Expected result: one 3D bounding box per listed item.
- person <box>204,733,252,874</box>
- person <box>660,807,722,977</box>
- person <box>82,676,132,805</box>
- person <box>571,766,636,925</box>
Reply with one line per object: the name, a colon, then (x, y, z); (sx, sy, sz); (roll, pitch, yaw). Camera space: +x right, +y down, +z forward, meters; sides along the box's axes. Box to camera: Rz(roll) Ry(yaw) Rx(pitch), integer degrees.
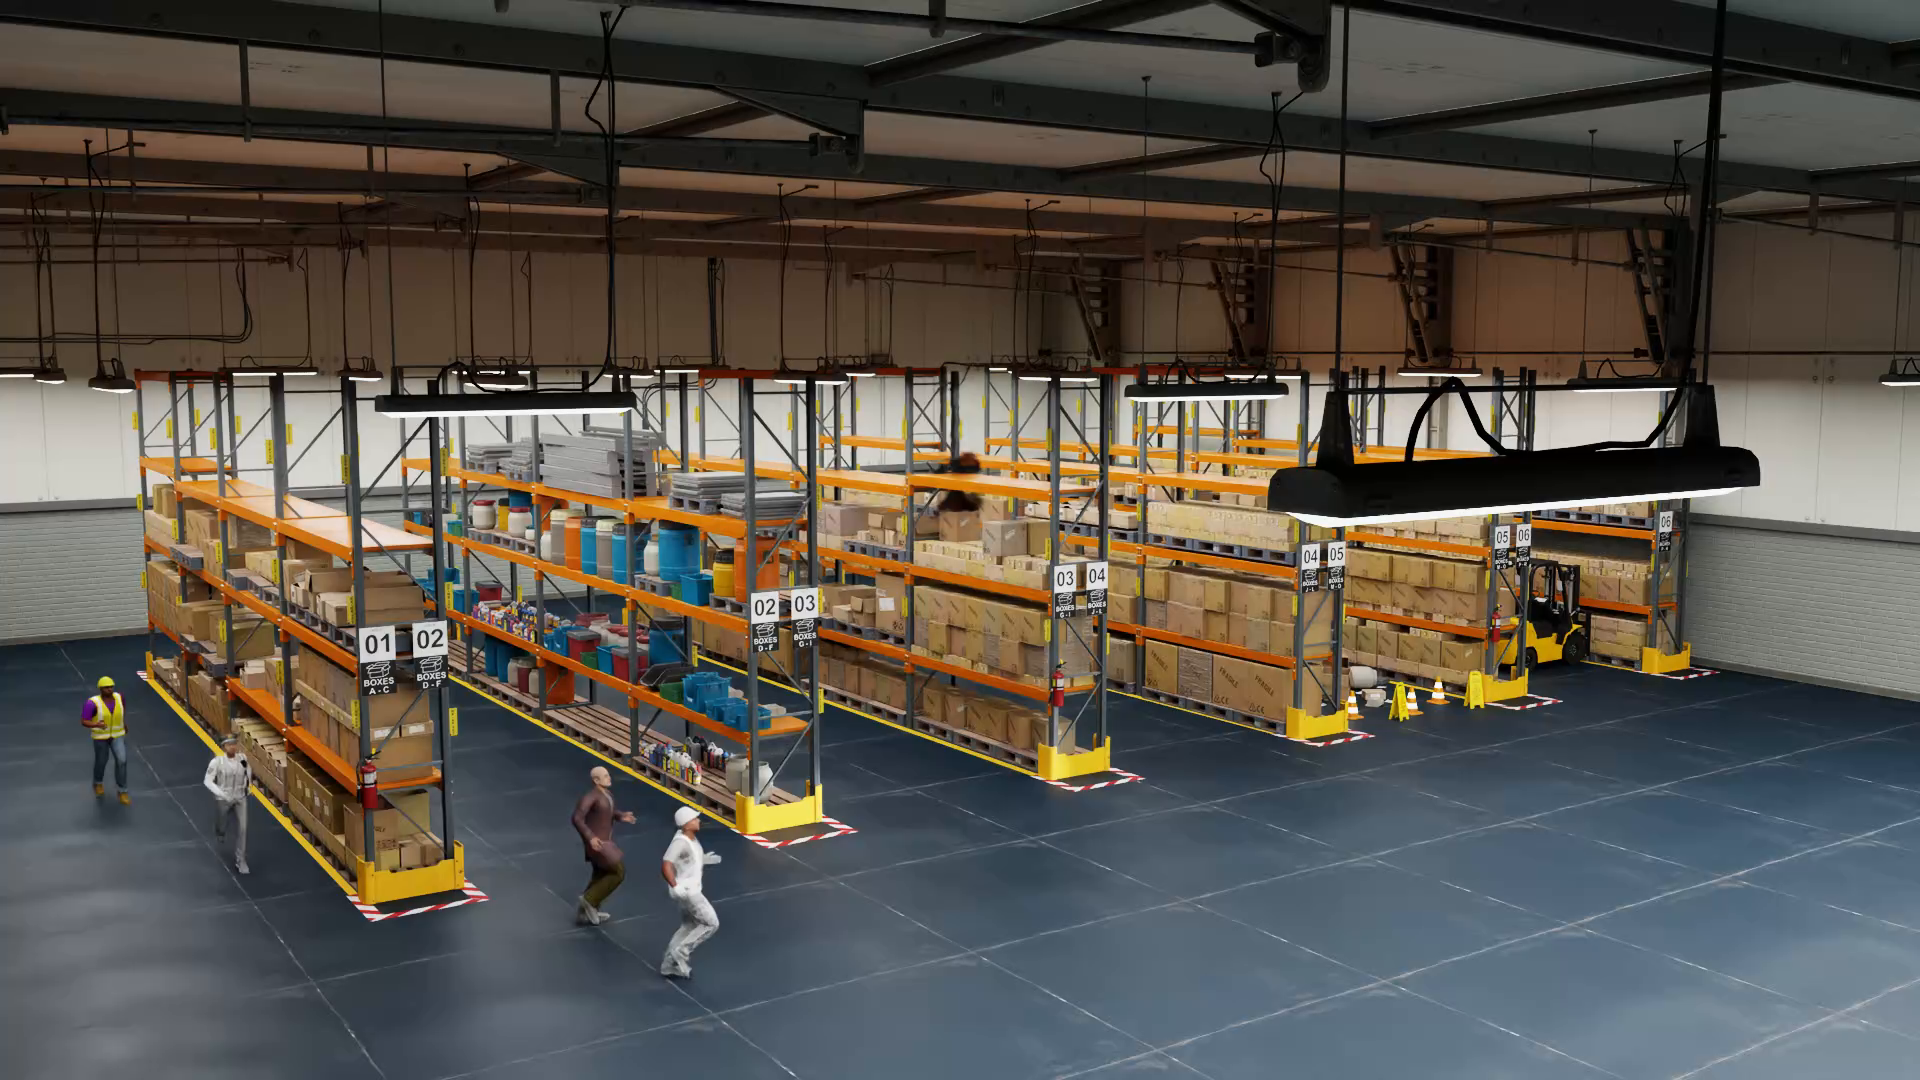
person: (-9.007, 3.212, 20.534); (0.590, 1.688, 0.977); (-4, 8, -34)
person: (-2.733, 3.560, 16.868); (0.636, 1.736, 0.678); (-1, 7, -9)
person: (-12.045, 2.801, 23.463); (0.640, 1.796, 0.890); (-6, 9, -41)
person: (-3.948, 3.374, 18.491); (0.677, 1.748, 0.682); (0, 6, -3)
